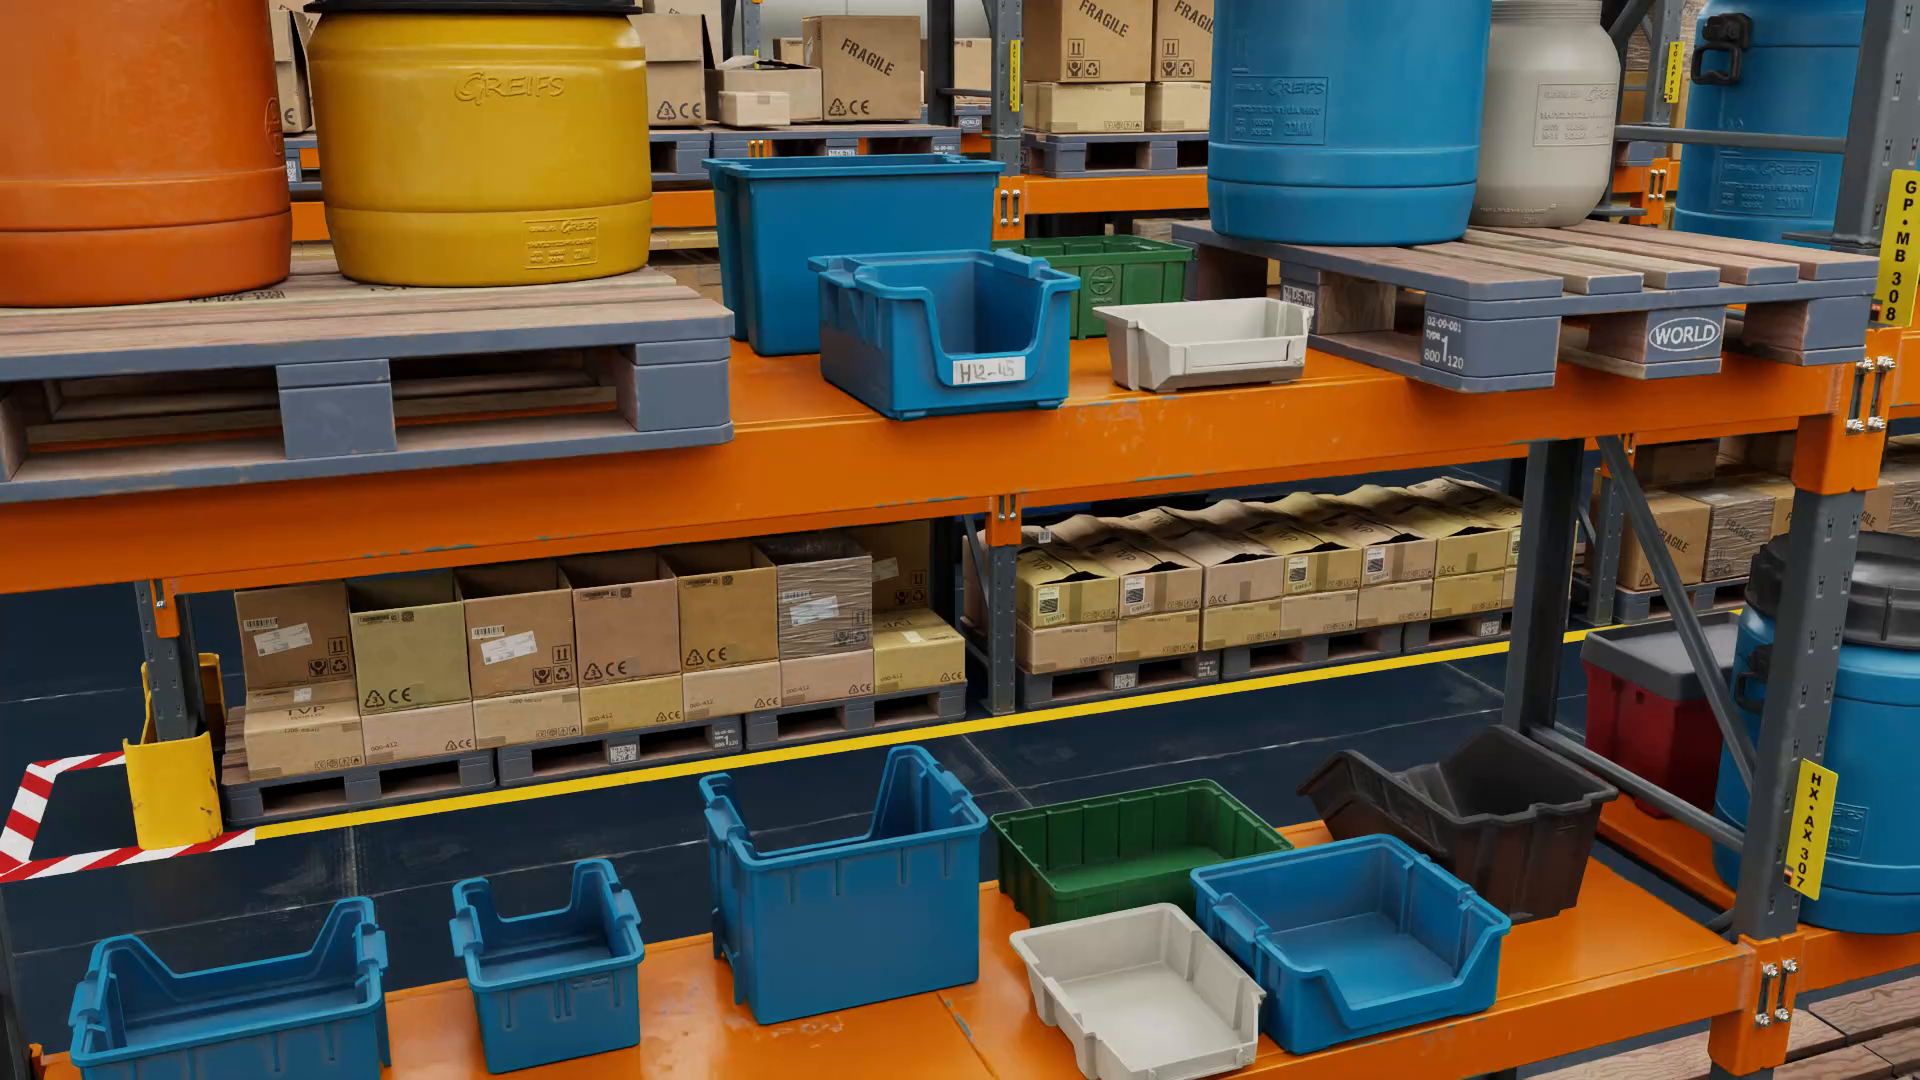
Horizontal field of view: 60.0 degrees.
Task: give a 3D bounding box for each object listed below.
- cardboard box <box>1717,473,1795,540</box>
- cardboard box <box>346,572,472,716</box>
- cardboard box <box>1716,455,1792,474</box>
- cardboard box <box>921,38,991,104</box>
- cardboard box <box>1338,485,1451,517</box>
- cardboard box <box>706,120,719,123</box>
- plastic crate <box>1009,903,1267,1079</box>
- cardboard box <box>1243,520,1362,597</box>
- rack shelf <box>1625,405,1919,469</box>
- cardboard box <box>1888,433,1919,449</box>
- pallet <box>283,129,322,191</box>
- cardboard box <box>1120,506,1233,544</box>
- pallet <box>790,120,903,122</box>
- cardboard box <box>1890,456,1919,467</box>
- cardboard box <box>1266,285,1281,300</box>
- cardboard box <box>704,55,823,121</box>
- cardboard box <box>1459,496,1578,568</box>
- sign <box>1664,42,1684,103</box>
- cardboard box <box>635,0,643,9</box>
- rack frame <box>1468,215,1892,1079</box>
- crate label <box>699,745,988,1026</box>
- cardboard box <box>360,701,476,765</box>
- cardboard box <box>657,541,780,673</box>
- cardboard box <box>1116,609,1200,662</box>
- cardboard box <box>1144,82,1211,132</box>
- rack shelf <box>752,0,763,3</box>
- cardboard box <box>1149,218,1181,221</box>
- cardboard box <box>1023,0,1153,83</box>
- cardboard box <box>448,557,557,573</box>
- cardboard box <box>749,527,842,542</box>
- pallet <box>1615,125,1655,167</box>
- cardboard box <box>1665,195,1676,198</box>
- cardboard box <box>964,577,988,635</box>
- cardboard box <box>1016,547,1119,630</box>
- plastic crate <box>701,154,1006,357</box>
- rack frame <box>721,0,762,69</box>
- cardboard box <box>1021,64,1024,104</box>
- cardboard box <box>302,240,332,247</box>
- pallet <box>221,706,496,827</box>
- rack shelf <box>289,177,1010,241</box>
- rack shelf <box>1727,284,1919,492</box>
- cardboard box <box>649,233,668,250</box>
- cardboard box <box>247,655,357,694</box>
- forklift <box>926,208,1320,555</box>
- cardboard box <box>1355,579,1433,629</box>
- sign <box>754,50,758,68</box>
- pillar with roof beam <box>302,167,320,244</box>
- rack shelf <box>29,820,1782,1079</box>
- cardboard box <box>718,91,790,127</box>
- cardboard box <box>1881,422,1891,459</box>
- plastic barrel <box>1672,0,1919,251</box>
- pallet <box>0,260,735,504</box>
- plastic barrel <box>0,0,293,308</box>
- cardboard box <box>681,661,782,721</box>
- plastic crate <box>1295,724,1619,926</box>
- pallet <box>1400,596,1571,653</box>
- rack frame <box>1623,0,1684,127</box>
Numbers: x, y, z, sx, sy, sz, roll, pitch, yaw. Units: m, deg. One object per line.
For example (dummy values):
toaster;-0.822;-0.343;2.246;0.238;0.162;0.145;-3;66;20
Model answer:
cardboard box;5.280;-0.119;10.836;0.500;0.500;0.500;-6;18;-21
cardboard box;-2.628;0.485;7.927;0.500;0.500;0.500;-6;17;-20
cardboard box;5.556;-0.308;11.477;0.500;0.500;0.500;-7;18;-22
cardboard box;-0.025;-3.780;13.400;0.500;0.500;0.500;-7;18;-22
cardboard box;2.714;-0.154;10.437;0.500;0.311;0.500;-7;18;-21
cardboard box;-2.101;-3.313;12.521;0.500;0.500;0.500;-6;17;-19
plastic crate;0.404;1.031;3.733;0.437;0.136;0.530;-6;17;-20
cardboard box;1.971;0.087;9.616;0.500;0.311;0.500;-6;17;-19
rack shelf;5.663;-0.890;11.081;4.000;0.370;1.077;-6;17;-20
cardboard box;6.992;-0.463;12.008;0.500;0.500;0.500;-7;18;-23
pallet;-3.005;-1.688;7.355;1.213;0.211;1.003;-6;17;-20
cardboard box;1.287;-0.001;9.918;0.500;0.311;0.500;-6;17;-20
pallet;-1.101;-3.316;13.077;1.003;0.211;1.213;-6;17;-20
cardboard box;6.708;-0.275;11.368;0.500;0.500;0.500;-6;17;-20
cardboard box;2.648;-2.221;14.746;0.250;0.149;0.380;-6;17;-19
cardboard box;-1.008;-2.259;8.308;0.500;0.311;0.500;-7;18;-23
cardboard box;3.395;-0.067;10.141;0.500;0.311;0.500;-6;17;-19
sign;3.987;-2.612;9.286;0.005;0.325;0.100;-6;17;-20
cardboard box;-2.597;-3.729;12.162;0.500;0.500;0.500;-5;17;-17
rack frame;1.830;0.674;4.480;0.127;3.000;1.000;-6;17;-20
crate label;-0.284;0.803;3.976;0.616;0.435;0.502;-6;17;-20
cardboard box;-2.629;0.844;8.034;0.500;0.250;0.500;-6;17;-20
cardboard box;-1.231;0.331;8.451;0.500;0.500;0.500;-6;17;-20
cardboard box;1.004;0.461;9.338;0.500;0.250;0.500;-6;17;-19
cardboard box;1.151;-2.314;8.853;0.500;0.250;0.500;-8;18;-25
rack shelf;0.152;-4.476;13.355;4.000;0.370;1.077;-6;17;-20
cardboard box;1.708;-2.864;14.417;0.250;0.149;0.380;-9;18;-27
cardboard box;0.651;-2.610;8.529;0.500;0.500;0.500;-6;17;-19
cardboard box;-2.352;0.294;8.576;0.500;0.500;0.500;-6;17;-20
cardboard box;-0.949;0.145;9.085;0.500;0.500;0.500;-6;17;-20
pallet;3.194;-2.290;9.584;1.003;0.211;1.213;-5;17;-18
cardboard box;7.627;-3.082;16.737;0.700;0.700;0.980;-7;18;-23
cardboard box;0.344;0.370;9.650;0.500;0.250;0.500;-6;18;-21
cardboard box;0.536;0.243;9.087;0.500;0.311;0.500;-6;17;-20
plastic crate;-0.233;-0.626;3.611;0.575;0.384;0.392;-6;17;-20
rack frame;-1.715;-4.811;12.511;0.127;3.000;1.000;-6;17;-20
cardboard box;0.776;-3.728;13.928;0.637;0.503;0.797;-4;17;-12
cardboard box;-4.613;-1.979;12.412;0.500;0.500;0.500;-6;17;-19
pallet;-2.975;1.023;8.239;1.213;0.211;1.003;-6;17;-20
rack shelf;-1.807;-1.522;7.911;4.000;0.370;1.077;-6;17;-20
rack shelf;3.697;-0.622;4.845;4.000;0.370;1.077;-6;17;-20
cardboard box;-2.510;-2.049;12.653;0.500;0.500;0.500;-6;17;-20
cardboard box;-3.280;0.759;8.323;0.500;0.250;0.500;-6;17;-20
forklift;1.182;-1.507;12.027;3.031;2.935;1.130;-6;17;-18
cardboard box;2.441;0.305;9.872;0.500;0.250;0.500;-6;17;-19
sign;-1.514;-3.478;12.377;0.005;0.325;0.100;-6;17;-20
pillar with roof beam;-3.566;-3.573;8.296;0.400;9.000;9.100;-6;17;-20
rack shelf;-0.038;1.221;3.895;4.000;0.370;1.077;-6;17;-20
cardboard box;-0.968;-2.024;7.794;0.250;0.149;0.380;-6;17;-20
cardboard box;6.058;-0.722;11.559;0.500;0.250;0.500;-6;17;-20
plastic barrel;2.227;-1.114;4.356;0.708;0.901;0.600;-6;17;-20
pallet;-1.098;-0.329;2.907;1.213;0.211;1.003;-6;17;-20
plastic barrel;-1.497;-0.852;2.845;0.708;0.830;0.600;-6;17;-20
cardboard box;-1.226;0.694;8.545;0.500;0.250;0.500;-6;17;-20
plastic crate;1.295;0.723;4.423;0.504;0.338;0.767;-6;17;-20
pallet;3.013;0.378;10.438;1.213;0.211;1.003;-6;17;-20
rack frame;3.796;-3.912;9.447;0.127;3.000;1.000;-6;17;-20
